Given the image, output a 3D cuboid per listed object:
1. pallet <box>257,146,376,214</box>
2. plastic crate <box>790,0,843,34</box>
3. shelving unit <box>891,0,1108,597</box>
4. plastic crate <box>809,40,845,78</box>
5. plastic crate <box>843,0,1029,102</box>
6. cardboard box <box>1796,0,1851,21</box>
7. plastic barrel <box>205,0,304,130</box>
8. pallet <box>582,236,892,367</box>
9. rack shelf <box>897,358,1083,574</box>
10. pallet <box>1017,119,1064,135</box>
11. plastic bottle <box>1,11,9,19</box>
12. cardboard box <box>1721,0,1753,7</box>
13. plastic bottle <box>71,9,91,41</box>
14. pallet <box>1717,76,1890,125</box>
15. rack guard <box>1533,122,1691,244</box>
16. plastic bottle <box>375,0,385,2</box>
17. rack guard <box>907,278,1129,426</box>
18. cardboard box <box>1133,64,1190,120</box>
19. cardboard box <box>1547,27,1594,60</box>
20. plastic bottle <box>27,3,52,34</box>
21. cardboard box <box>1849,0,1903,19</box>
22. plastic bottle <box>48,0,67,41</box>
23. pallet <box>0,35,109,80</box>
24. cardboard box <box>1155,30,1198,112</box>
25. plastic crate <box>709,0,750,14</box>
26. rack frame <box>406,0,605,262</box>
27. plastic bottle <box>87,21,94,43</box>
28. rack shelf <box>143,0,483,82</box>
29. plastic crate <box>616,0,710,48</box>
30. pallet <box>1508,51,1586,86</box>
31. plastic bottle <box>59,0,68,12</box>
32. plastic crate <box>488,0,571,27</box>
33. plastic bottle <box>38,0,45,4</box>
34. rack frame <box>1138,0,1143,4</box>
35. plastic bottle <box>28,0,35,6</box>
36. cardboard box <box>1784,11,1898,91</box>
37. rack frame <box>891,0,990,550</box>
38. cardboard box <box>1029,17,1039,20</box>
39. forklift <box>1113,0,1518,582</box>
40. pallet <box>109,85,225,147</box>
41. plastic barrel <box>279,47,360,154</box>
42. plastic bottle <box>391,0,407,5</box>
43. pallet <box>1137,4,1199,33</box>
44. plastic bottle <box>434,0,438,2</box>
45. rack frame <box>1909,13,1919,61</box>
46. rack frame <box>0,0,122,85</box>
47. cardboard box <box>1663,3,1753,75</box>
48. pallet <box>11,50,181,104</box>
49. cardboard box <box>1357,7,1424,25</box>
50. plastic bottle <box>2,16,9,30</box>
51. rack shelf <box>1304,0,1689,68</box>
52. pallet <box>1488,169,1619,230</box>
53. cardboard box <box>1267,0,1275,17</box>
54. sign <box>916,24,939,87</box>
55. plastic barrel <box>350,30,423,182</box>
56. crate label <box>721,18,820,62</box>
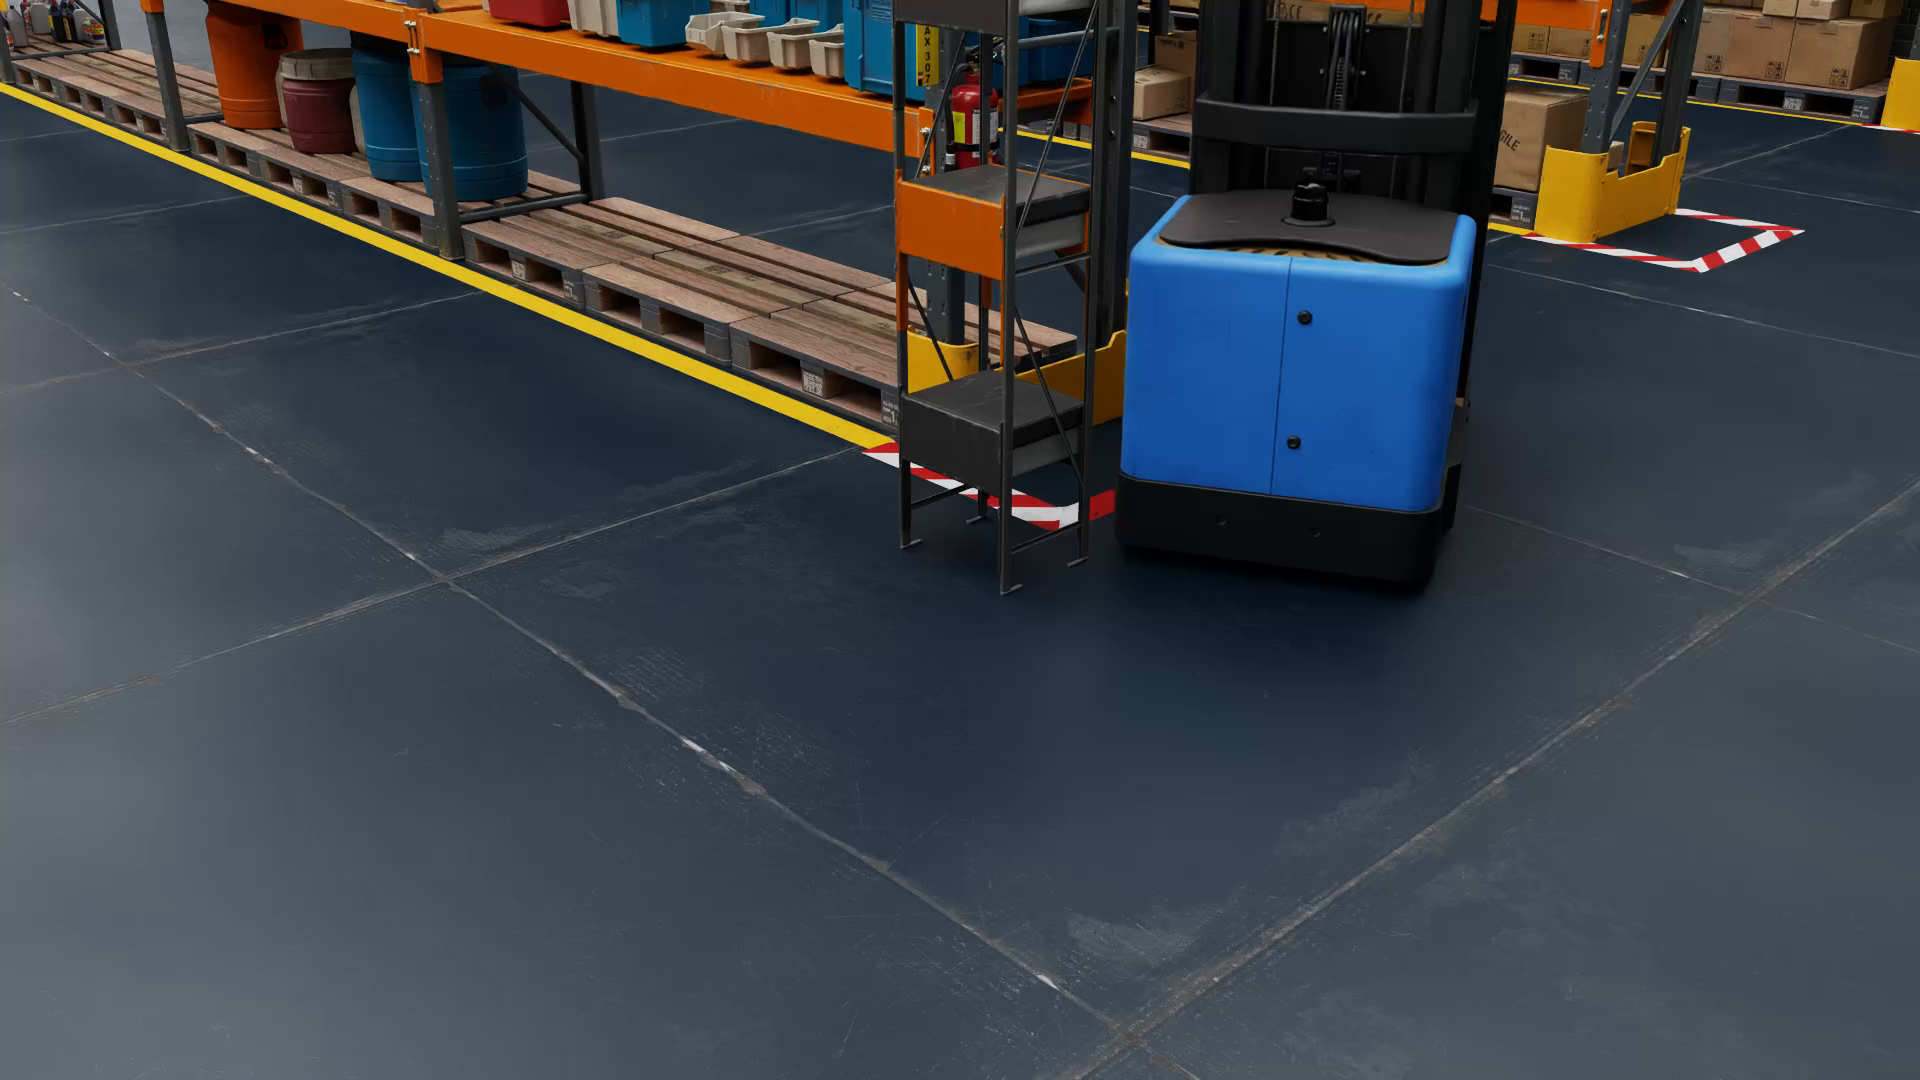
[{"bbox_3d":[-3.791,-2.386,10.725,1.003,0.211,1.213,-21,32,-38],"label":"pallet"},{"bbox_3d":[-0.550,-2.345,7.407,0.416,0.233,0.300,-21,32,-38],"label":"plastic crate"},{"bbox_3d":[0.113,-0.905,5.204,0.431,2.100,0.503,-21,32,-38],"label":"shelving unit"},{"bbox_3d":[-0.412,-1.930,6.613,0.396,0.136,0.243,-21,32,-38],"label":"plastic crate"},{"bbox_3d":[-0.087,-1.919,6.228,0.616,0.435,0.499,-21,32,-38],"label":"plastic crate"},{"bbox_3d":[6.737,-4.158,12.974,0.380,0.149,0.250,-22,32,-39],"label":"cardboard box"},{"bbox_3d":[-4.843,-3.311,11.503,0.600,0.830,0.708,-21,32,-38],"label":"plastic barrel"},{"bbox_3d":[-1.087,-1.189,8.102,1.003,0.211,1.213,-21,32,-38],"label":"pallet"},{"bbox_3d":[0.113,-0.256,5.500,0.431,0.518,0.480,-21,32,-38],"label":"rack shelf"},{"bbox_3d":[0.579,-3.410,12.971,1.003,0.211,1.213,-21,32,-38],"label":"pallet"},{"bbox_3d":[-8.615,-4.645,15.069,0.152,0.276,0.135,-21,32,-38],"label":"plastic bottle"},{"bbox_3d":[6.498,-4.495,13.714,0.380,0.149,0.250,-21,32,-38],"label":"cardboard box"},{"bbox_3d":[-8.063,-4.735,15.267,0.152,0.276,0.135,-20,31,-37],"label":"plastic bottle"},{"bbox_3d":[6.906,-3.589,13.363,1.003,0.211,1.213,-21,32,-38],"label":"pallet"},{"bbox_3d":[3.844,-2.117,9.788,1.175,0.500,0.348,-21,32,-38],"label":"rack guard"},{"bbox_3d":[-3.153,-3.071,9.008,0.061,0.283,0.133,-21,32,-38],"label":"plastic bottle"},{"bbox_3d":[0.304,-0.686,6.652,1.175,0.500,0.348,-21,32,-38],"label":"rack guard"},{"bbox_3d":[1.291,-3.232,11.929,0.500,0.311,0.500,-21,32,-38],"label":"cardboard box"},{"bbox_3d":[5.553,-4.495,14.494,0.700,0.500,0.500,-22,32,-39],"label":"cardboard box"},{"bbox_3d":[-8.683,-4.922,15.678,0.152,0.276,0.135,-21,32,-38],"label":"plastic bottle"},{"bbox_3d":[7.190,-4.189,13.043,0.380,0.149,0.250,-21,32,-38],"label":"cardboard box"},{"bbox_3d":[-8.278,-4.779,15.274,0.144,0.351,0.185,-21,32,-38],"label":"plastic bottle"},{"bbox_3d":[-8.353,-4.410,15.161,1.003,0.211,1.213,-21,32,-38],"label":"pallet"},{"bbox_3d":[1.759,-3.414,12.101,0.500,0.500,0.500,-21,32,-38],"label":"cardboard box"},{"bbox_3d":[-1.046,-2.504,7.871,0.293,0.136,0.466,-21,32,-38],"label":"plastic crate"},{"bbox_3d":[-2.456,-3.039,8.798,1.000,3.000,0.127,-21,32,-38],"label":"rack frame"},{"bbox_3d":[-7.891,-4.642,15.152,0.097,0.201,0.097,0,25,0],"label":"plastic bottle"},{"bbox_3d":[-3.823,-3.318,10.275,1.077,0.370,4.000,-21,32,-38],"label":"rack shelf"},{"bbox_3d":[-1.313,-2.328,7.368,0.416,0.233,0.300,-21,32,-38],"label":"plastic crate"},{"bbox_3d":[5.238,-4.328,14.984,1.003,0.211,1.213,-21,32,-38],"label":"pallet"},{"bbox_3d":[-8.302,-4.877,15.489,0.185,0.351,0.144,22,33,40],"label":"plastic bottle"},{"bbox_3d":[-2.029,-2.754,8.023,0.402,0.464,0.583,-21,32,-38],"label":"plastic crate"},{"bbox_3d":[-8.720,-5.062,15.895,0.144,0.351,0.185,-20,31,-36],"label":"plastic bottle"},{"bbox_3d":[2.042,-7.061,17.615,1.000,3.000,0.127,-21,32,-38],"label":"rack frame"},{"bbox_3d":[-8.930,-5.120,16.110,0.152,0.276,0.135,-21,32,-38],"label":"plastic bottle"},{"bbox_3d":[6.958,-3.875,13.136,0.700,0.500,0.500,-21,32,-38],"label":"cardboard box"},{"bbox_3d":[-0.054,-0.979,5.366,0.400,2.100,0.015,-21,32,-38],"label":"rack frame"},{"bbox_3d":[0.637,-3.880,13.123,0.500,0.500,0.500,-21,32,-38],"label":"cardboard box"},{"bbox_3d":[1.465,-1.786,6.134,1.130,2.935,3.031,8,26,17],"label":"forklift"},{"bbox_3d":[-5.691,-3.228,12.572,1.003,0.211,1.213,-21,32,-38],"label":"pallet"},{"bbox_3d":[-4.071,-2.859,10.803,0.600,0.588,0.708,-21,32,-38],"label":"plastic barrel"},{"bbox_3d":[-2.961,-3.010,8.884,0.152,0.276,0.135,-21,32,-38],"label":"plastic bottle"},{"bbox_3d":[2.526,-5.533,17.623,1.003,0.211,1.213,-21,32,-38],"label":"pallet"},{"bbox_3d":[-2.883,-3.017,8.990,0.097,0.201,0.097,0,25,0],"label":"plastic bottle"},{"bbox_3d":[7.510,-4.638,12.302,1.000,3.000,0.127,-21,32,-38],"label":"rack frame"},{"bbox_3d":[-7.924,-5.463,14.111,1.000,3.000,0.127,-21,32,-38],"label":"rack frame"},{"bbox_3d":[6.272,-4.179,13.802,0.500,0.500,0.700,23,33,40],"label":"cardboard box"},{"bbox_3d":[-7.359,-3.967,14.192,1.003,0.211,1.213,-21,32,-38],"label":"pallet"},{"bbox_3d":[4.236,-5.223,15.668,0.750,0.750,0.750,-21,32,-38],"label":"cardboard box"},{"bbox_3d":[-8.575,-4.571,14.818,0.144,0.351,0.185,-22,33,-40],"label":"plastic bottle"},{"bbox_3d":[2.529,-3.510,10.697,1.077,0.370,4.000,-21,32,-38],"label":"rack shelf"},{"bbox_3d":[3.299,-2.227,10.377,1.003,0.211,1.213,-21,32,-38],"label":"pallet"},{"bbox_3d":[3.043,-5.747,16.818,0.750,0.750,0.750,-21,32,-39],"label":"cardboard box"},{"bbox_3d":[-0.113,-1.741,5.755,0.100,0.325,0.005,-21,32,-38],"label":"sign"},{"bbox_3d":[-3.299,-2.660,9.988,0.600,0.901,0.708,-21,32,-38],"label":"plastic barrel"},{"bbox_3d":[-0.807,-2.100,6.984,0.396,0.136,0.243,-21,32,-38],"label":"crate label"}]
